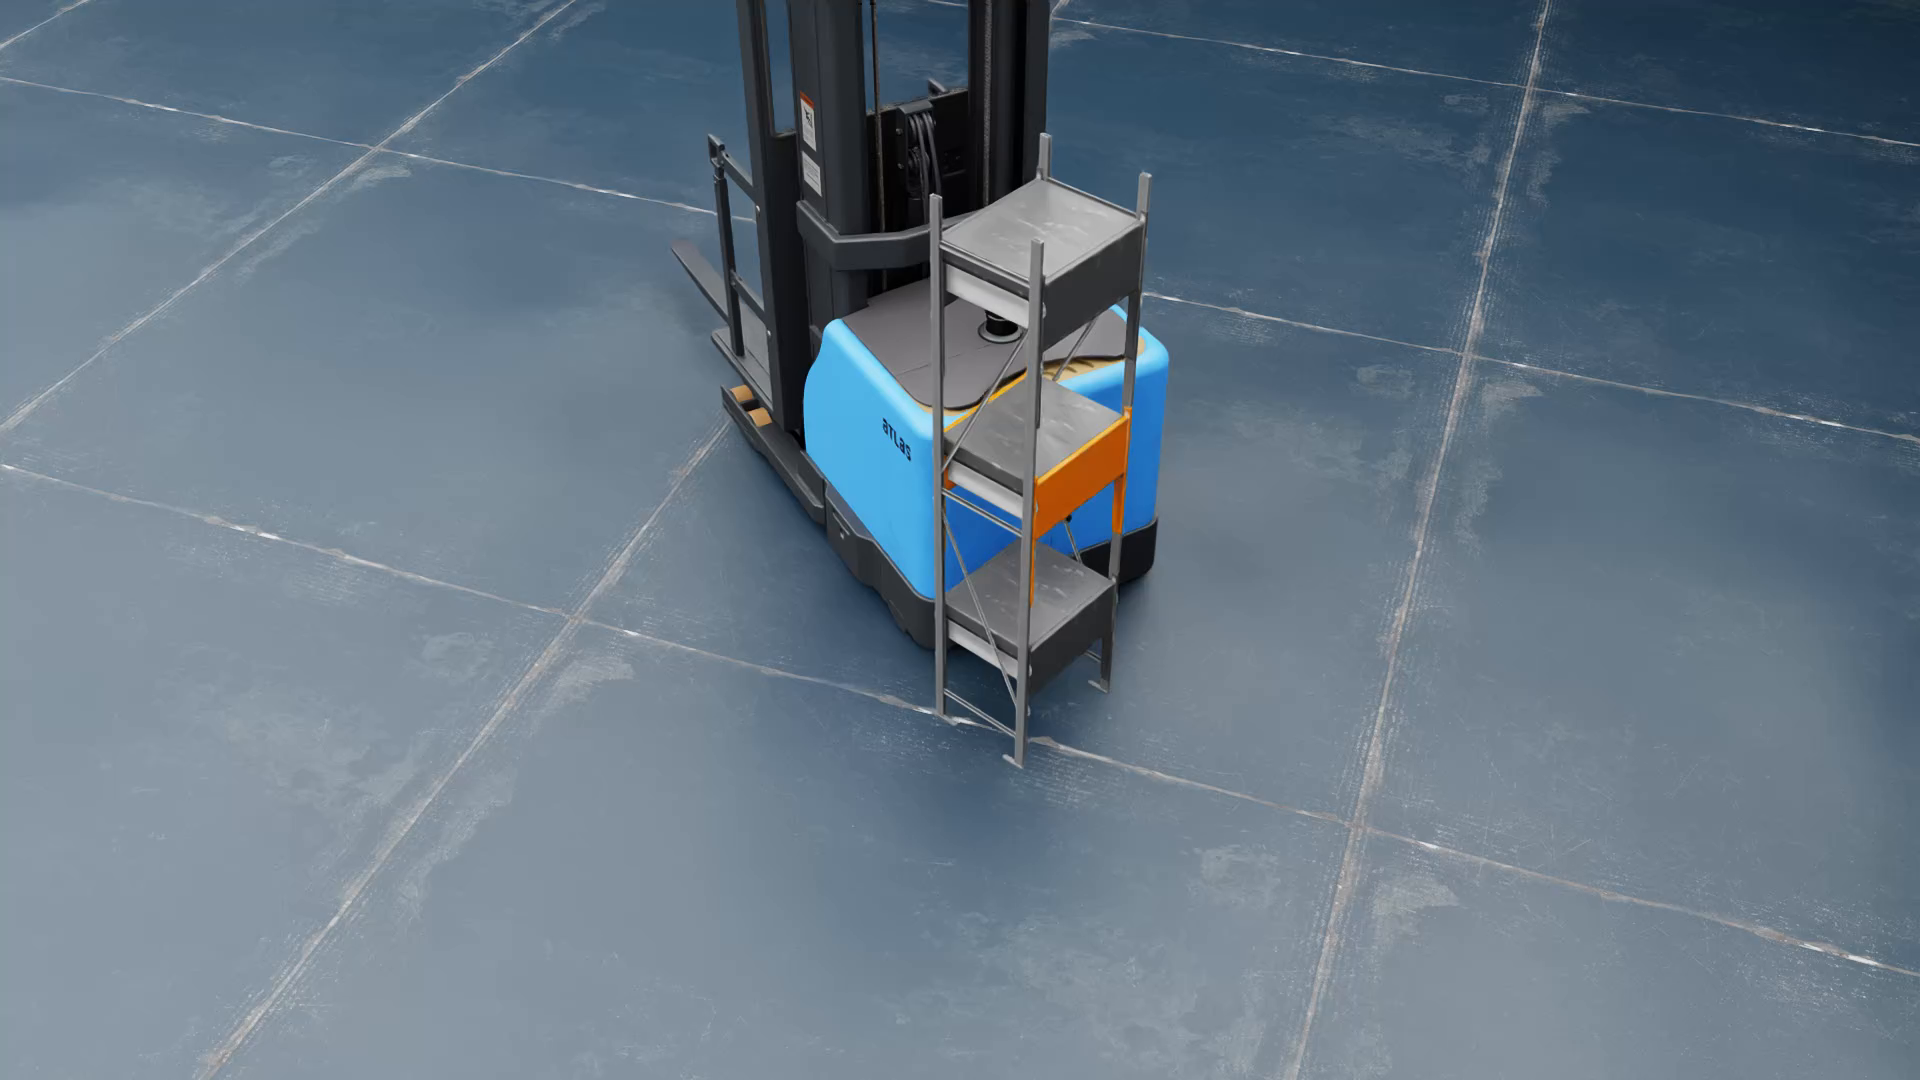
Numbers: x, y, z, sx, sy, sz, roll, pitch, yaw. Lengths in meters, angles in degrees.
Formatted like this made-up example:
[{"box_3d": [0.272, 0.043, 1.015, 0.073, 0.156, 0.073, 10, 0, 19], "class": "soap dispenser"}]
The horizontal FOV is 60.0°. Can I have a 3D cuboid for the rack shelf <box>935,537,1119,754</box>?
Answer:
[{"box_3d": [0.231, 0.341, 5.832, 0.431, 0.518, 0.480, 30, 49, 30], "class": "rack shelf"}]

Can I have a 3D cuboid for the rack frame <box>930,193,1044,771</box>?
[{"box_3d": [0.070, -0.082, 5.229, 0.400, 2.100, 0.015, 30, 49, 30], "class": "rack frame"}]

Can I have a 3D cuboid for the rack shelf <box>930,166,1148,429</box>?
[{"box_3d": [0.231, -0.724, 4.923, 0.431, 0.518, 0.480, 30, 49, 30], "class": "rack shelf"}]

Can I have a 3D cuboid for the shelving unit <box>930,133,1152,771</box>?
[{"box_3d": [0.231, -0.202, 5.368, 0.431, 2.100, 0.503, 30, 49, 30], "class": "shelving unit"}]

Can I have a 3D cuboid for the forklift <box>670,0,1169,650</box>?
[{"box_3d": [-0.391, -1.652, 6.428, 1.130, 2.935, 3.031, -20, 44, -22], "class": "forklift"}]

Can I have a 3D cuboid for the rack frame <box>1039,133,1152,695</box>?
[{"box_3d": [0.392, -0.321, 5.508, 0.400, 2.100, 0.015, 30, 49, 30], "class": "rack frame"}]

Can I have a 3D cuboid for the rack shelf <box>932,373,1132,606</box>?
[{"box_3d": [0.231, -0.191, 5.377, 0.431, 0.518, 0.480, 30, 49, 30], "class": "rack shelf"}]
